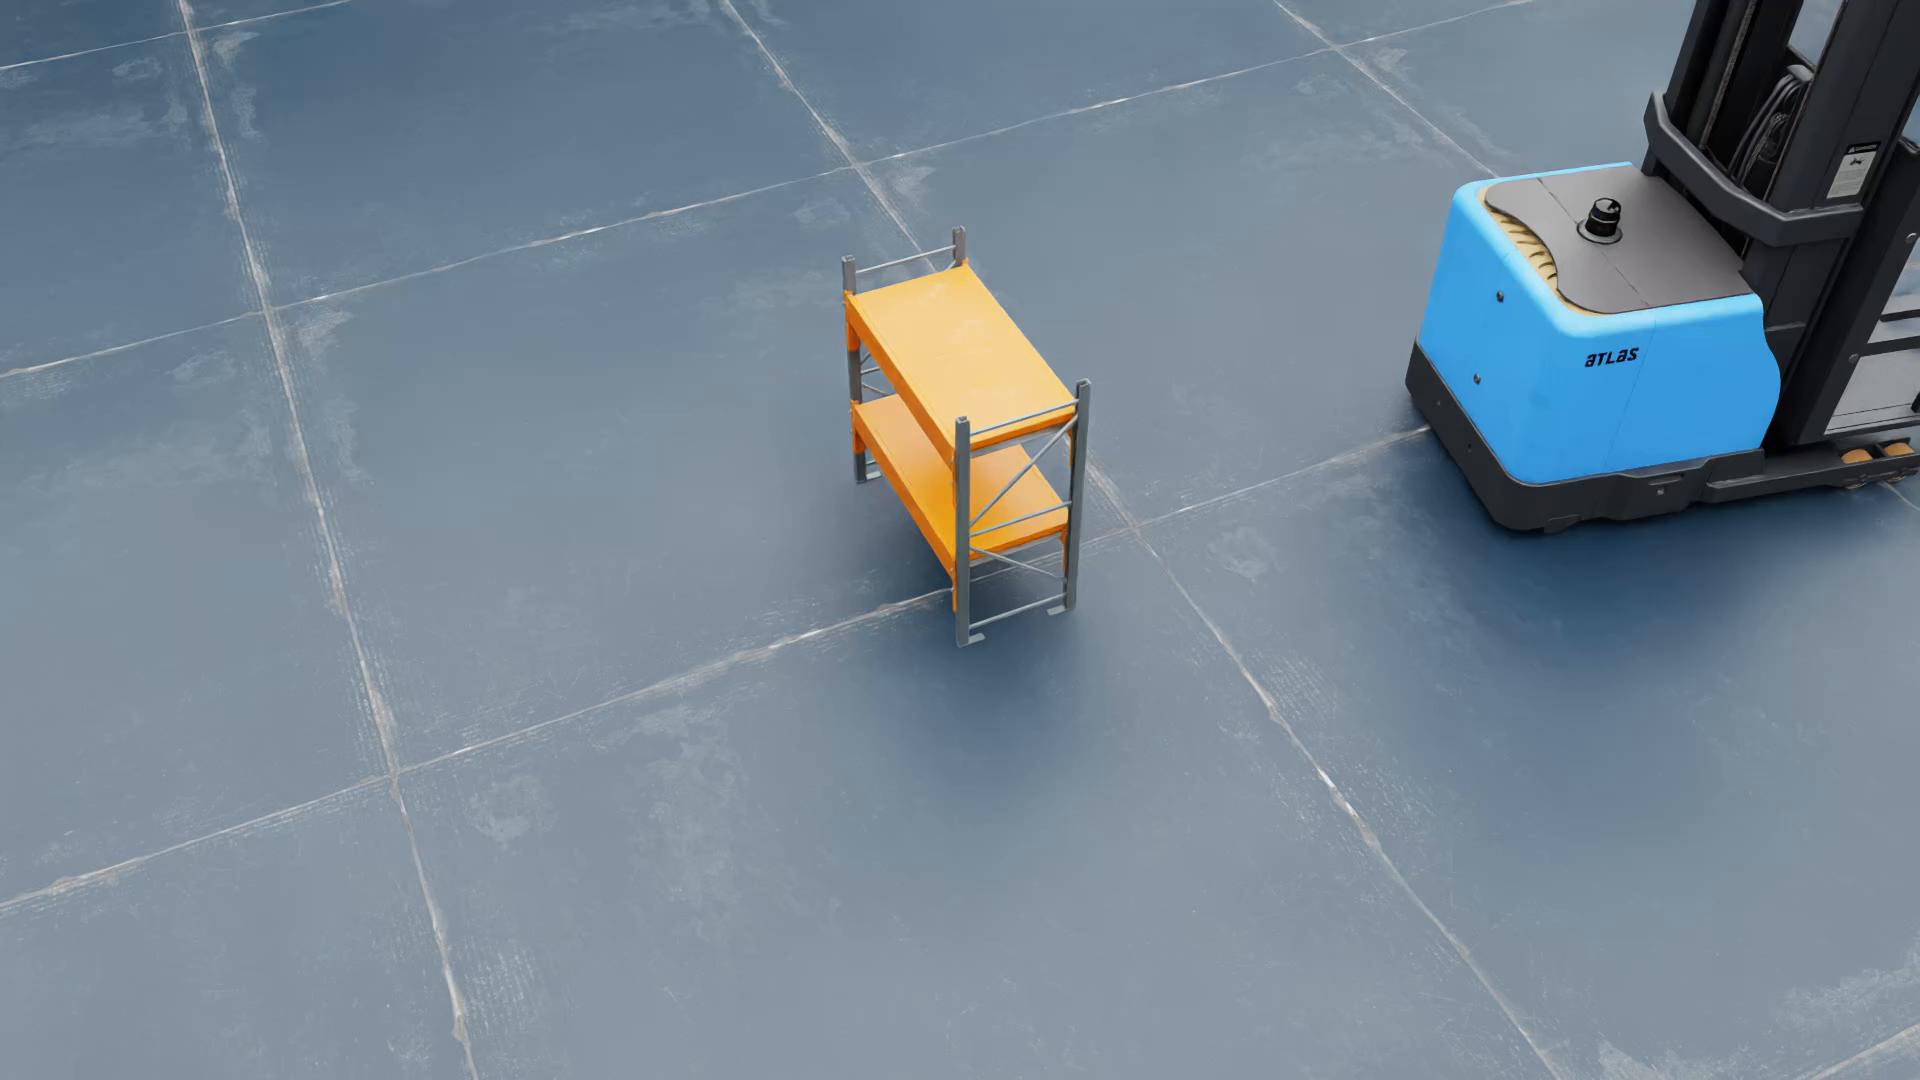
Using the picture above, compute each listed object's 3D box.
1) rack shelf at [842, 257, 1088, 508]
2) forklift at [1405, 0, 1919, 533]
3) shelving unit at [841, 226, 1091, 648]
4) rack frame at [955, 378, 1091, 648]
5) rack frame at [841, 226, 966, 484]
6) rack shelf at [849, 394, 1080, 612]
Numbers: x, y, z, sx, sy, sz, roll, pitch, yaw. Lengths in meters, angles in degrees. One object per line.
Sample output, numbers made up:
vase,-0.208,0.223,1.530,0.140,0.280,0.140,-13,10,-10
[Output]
rack shelf,0.003,-0.604,6.145,0.538,0.278,1.000,-18,47,-17
forklift,3.539,-1.613,6.298,3.031,2.935,1.130,-9,45,-9
shelving unit,0.003,-0.396,6.351,0.538,1.125,1.048,-18,47,-17
rack frame,0.217,-0.072,6.022,0.500,1.125,0.032,-18,47,-17
rack frame,-0.211,-0.720,6.679,0.500,1.125,0.032,-18,47,-17
rack shelf,0.003,-0.222,6.522,0.538,0.278,1.000,-18,47,-17
